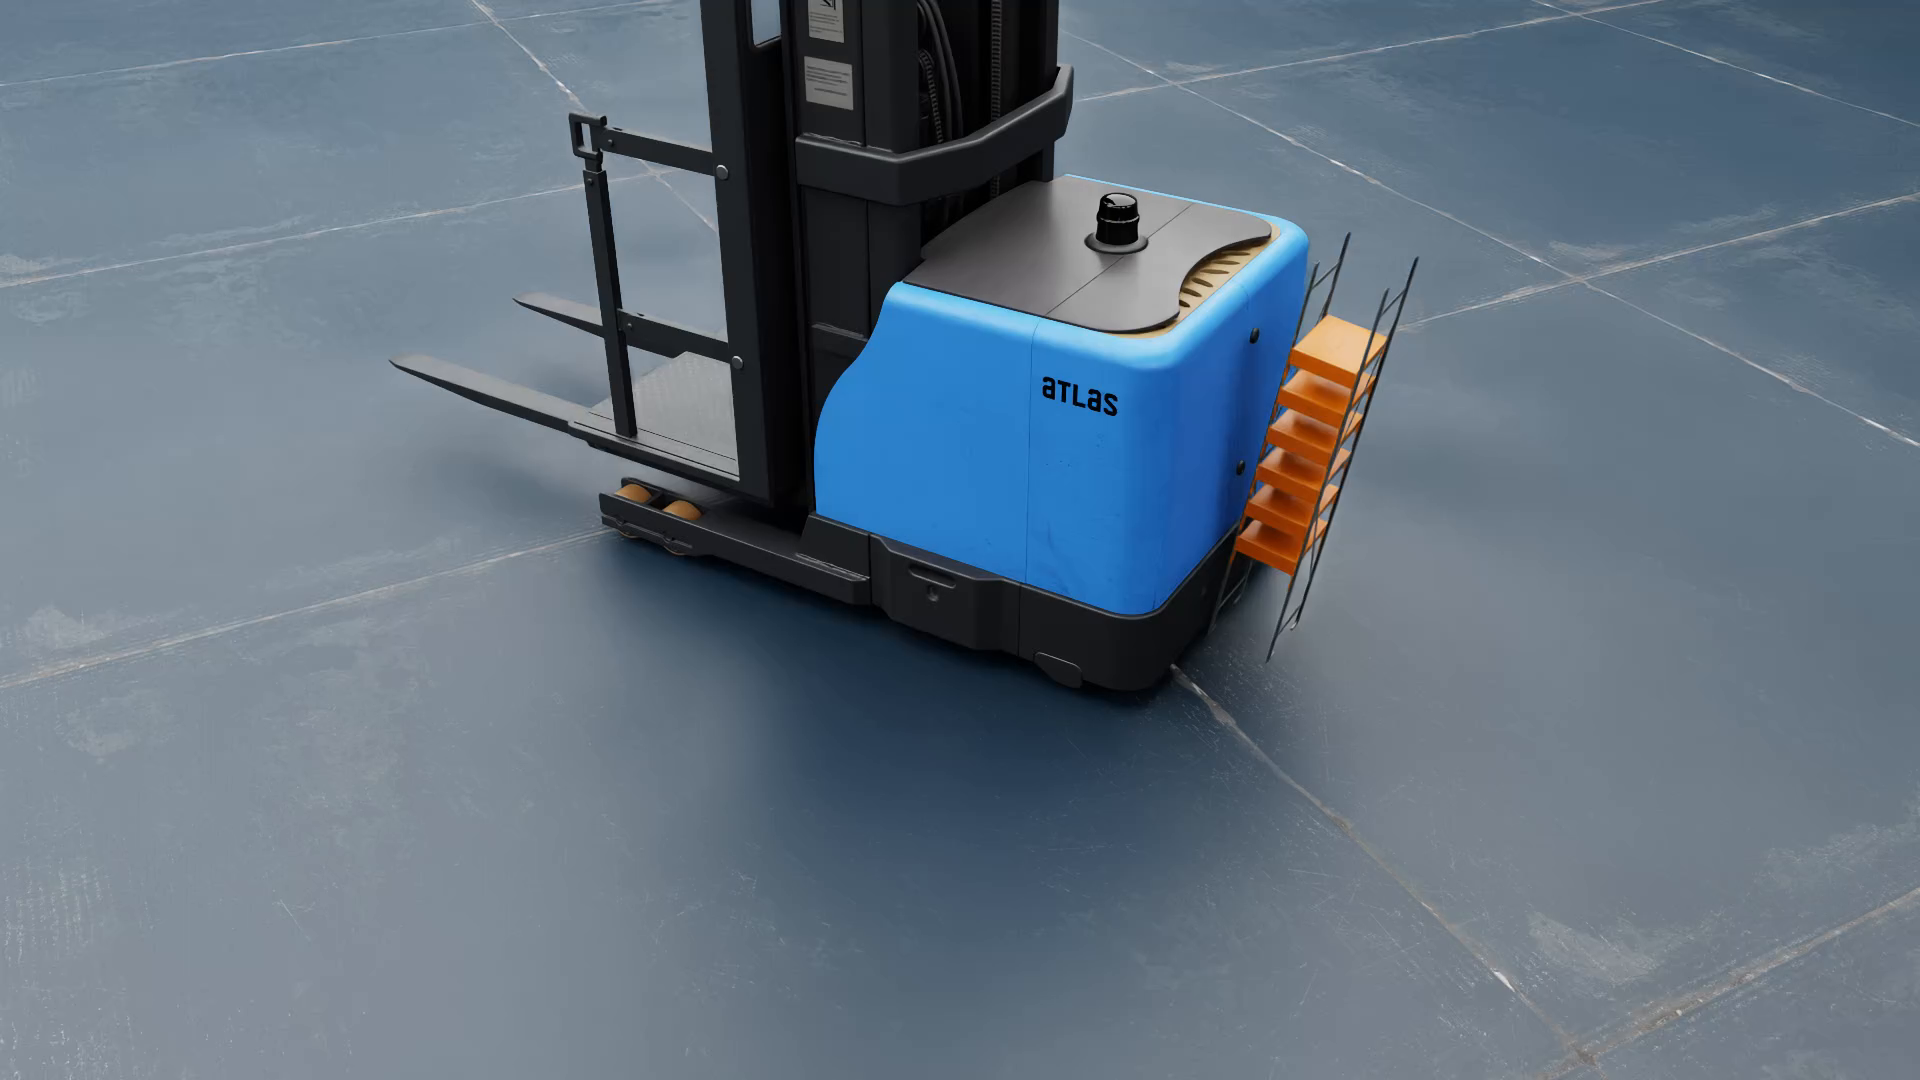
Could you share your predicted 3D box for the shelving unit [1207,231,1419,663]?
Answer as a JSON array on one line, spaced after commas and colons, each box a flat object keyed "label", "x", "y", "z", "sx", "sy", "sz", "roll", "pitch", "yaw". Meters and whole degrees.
[{"label": "shelving unit", "x": 0.929, "y": -0.218, "z": 4.463, "sx": 0.189, "sy": 1.200, "sz": 0.258, "roll": 26, "pitch": 40, "yaw": 21}]

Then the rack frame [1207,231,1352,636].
[{"label": "rack frame", "x": 0.852, "y": -0.255, "z": 4.495, "sx": 0.006, "sy": 1.200, "sz": 0.240, "roll": 26, "pitch": 40, "yaw": 21}]

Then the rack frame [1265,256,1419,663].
[{"label": "rack frame", "x": 1.006, "y": -0.181, "z": 4.430, "sx": 0.006, "sy": 1.200, "sz": 0.240, "roll": 26, "pitch": 40, "yaw": 21}]

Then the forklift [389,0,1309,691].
[{"label": "forklift", "x": -0.536, "y": -1.410, "z": 4.733, "sx": 3.031, "sy": 2.935, "sz": 1.130, "roll": 18, "pitch": 37, "yaw": 26}]

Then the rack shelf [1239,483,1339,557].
[{"label": "rack shelf", "x": 0.908, "y": -0.088, "z": 4.561, "sx": 0.180, "sy": 0.103, "sz": 0.258, "roll": 26, "pitch": 40, "yaw": 21}]

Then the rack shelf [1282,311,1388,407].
[{"label": "rack shelf", "x": 0.970, "y": -0.467, "z": 4.273, "sx": 0.180, "sy": 0.103, "sz": 0.258, "roll": 26, "pitch": 40, "yaw": 21}]

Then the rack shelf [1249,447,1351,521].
[{"label": "rack shelf", "x": 0.923, "y": -0.183, "z": 4.489, "sx": 0.180, "sy": 0.103, "sz": 0.258, "roll": 26, "pitch": 40, "yaw": 21}]

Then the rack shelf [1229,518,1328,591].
[{"label": "rack shelf", "x": 0.892, "y": 0.007, "z": 4.634, "sx": 0.180, "sy": 0.103, "sz": 0.258, "roll": 26, "pitch": 40, "yaw": 21}]

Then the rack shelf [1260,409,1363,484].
[{"label": "rack shelf", "x": 0.939, "y": -0.278, "z": 4.417, "sx": 0.180, "sy": 0.103, "sz": 0.258, "roll": 26, "pitch": 40, "yaw": 21}]

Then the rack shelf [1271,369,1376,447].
[{"label": "rack shelf", "x": 0.954, "y": -0.372, "z": 4.345, "sx": 0.180, "sy": 0.103, "sz": 0.258, "roll": 26, "pitch": 40, "yaw": 21}]
